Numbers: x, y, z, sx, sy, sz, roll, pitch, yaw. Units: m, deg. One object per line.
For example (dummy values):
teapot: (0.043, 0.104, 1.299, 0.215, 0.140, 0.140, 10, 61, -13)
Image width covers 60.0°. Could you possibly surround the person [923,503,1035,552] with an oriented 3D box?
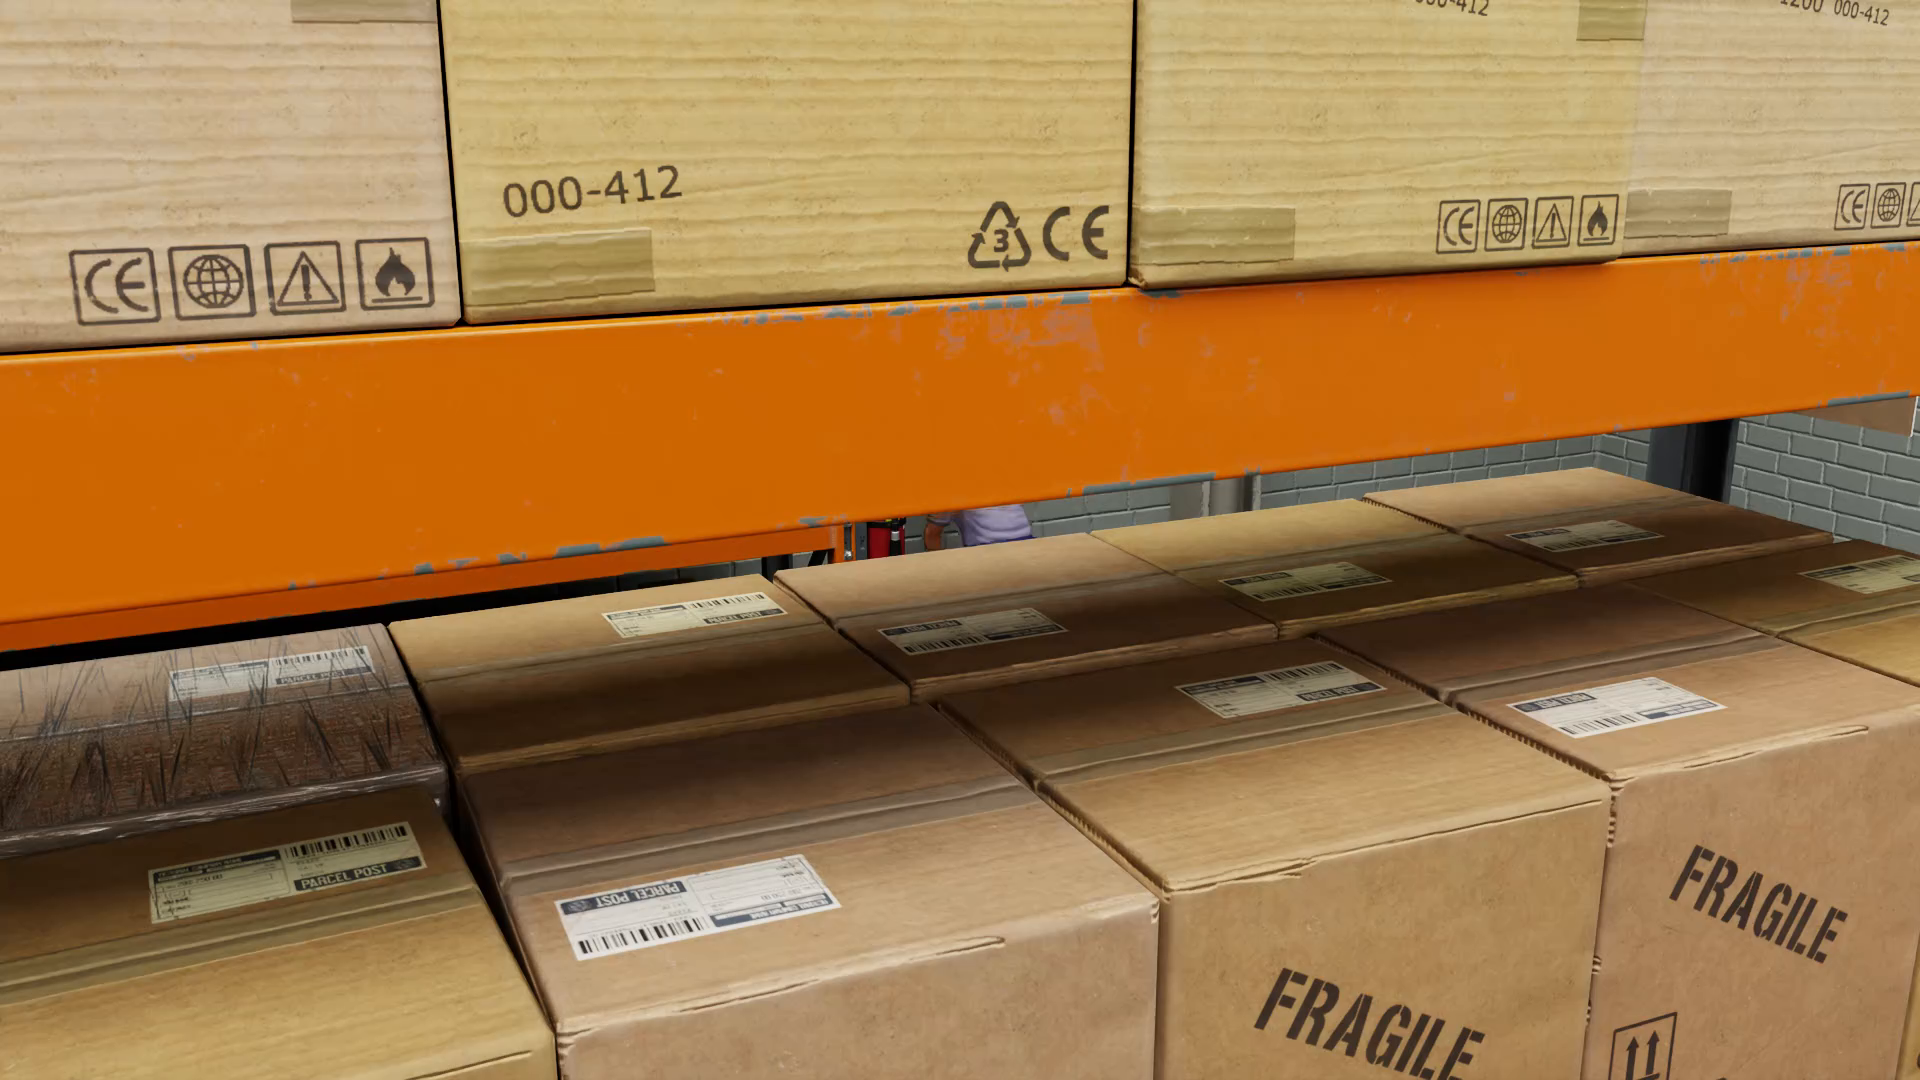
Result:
person: (0.109, 0.141, 8.084, 0.536, 1.368, 0.654, -8, 17, -27)
